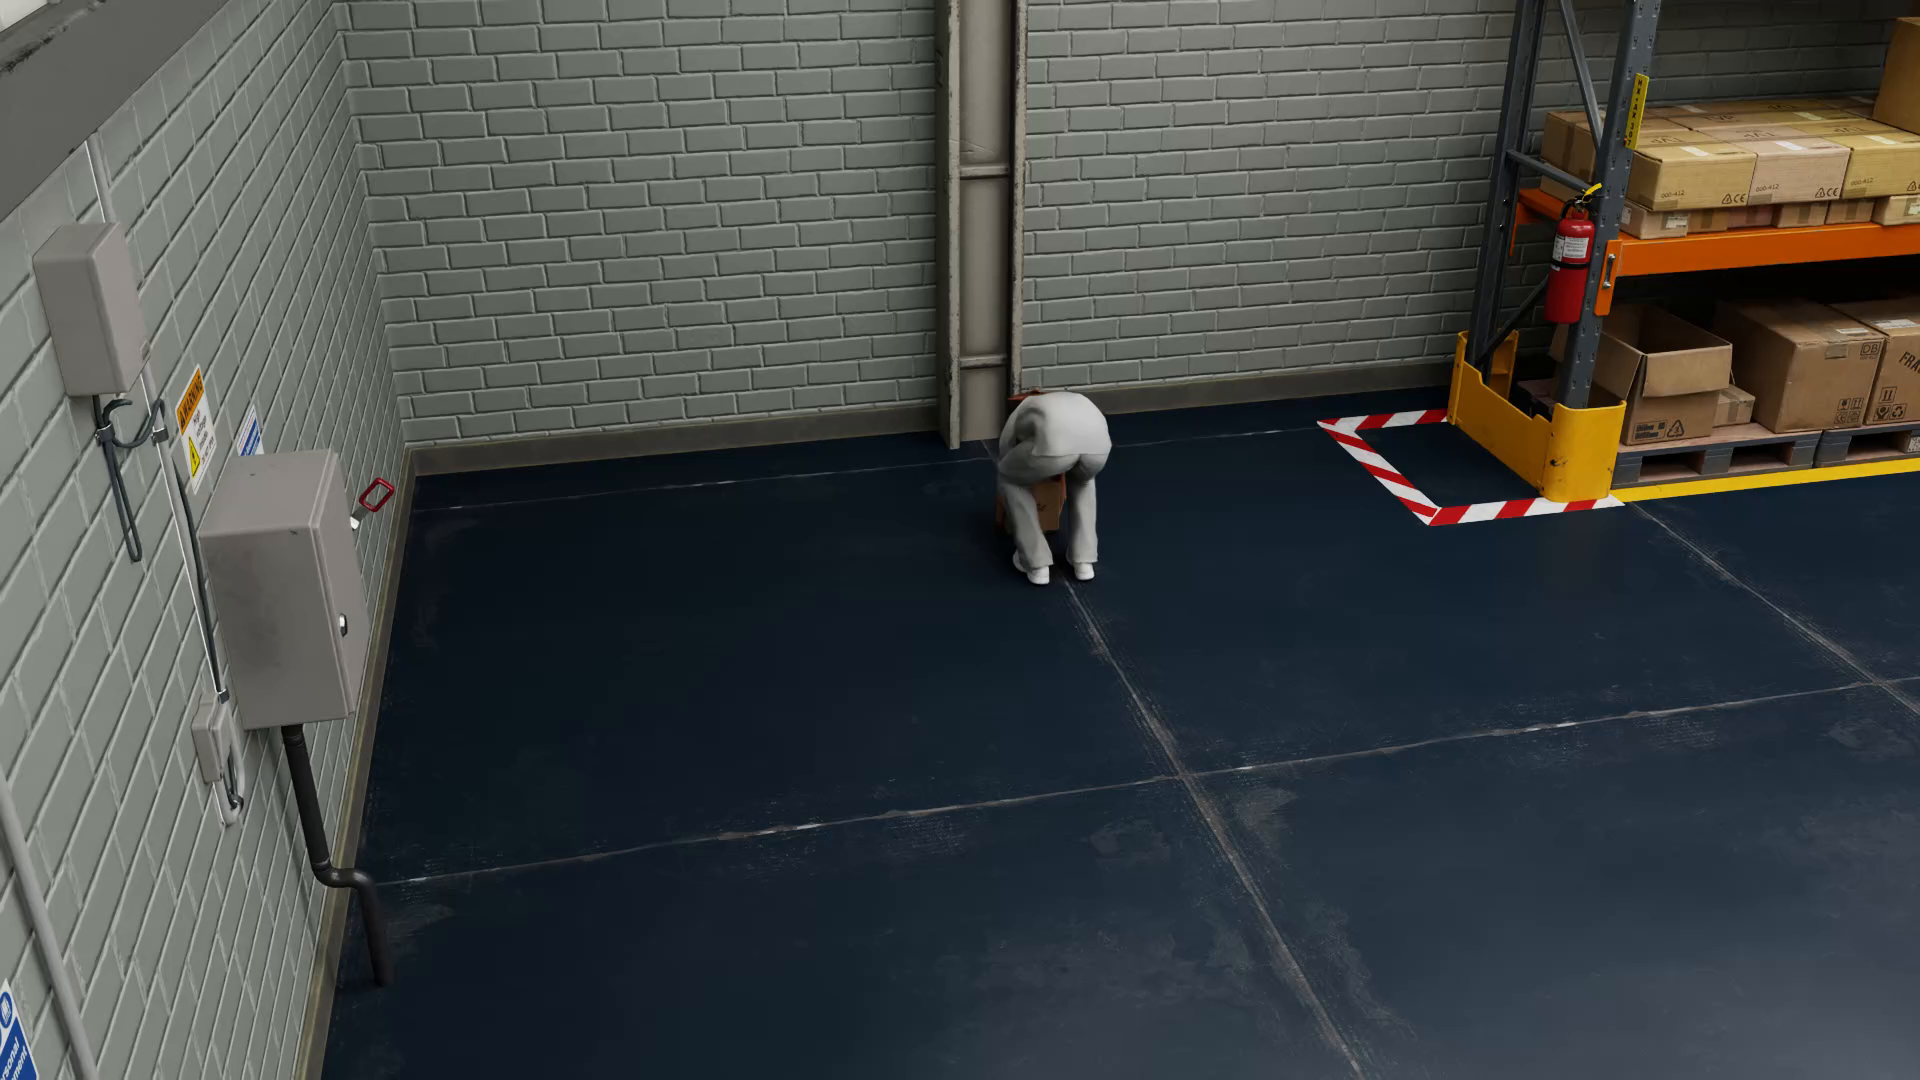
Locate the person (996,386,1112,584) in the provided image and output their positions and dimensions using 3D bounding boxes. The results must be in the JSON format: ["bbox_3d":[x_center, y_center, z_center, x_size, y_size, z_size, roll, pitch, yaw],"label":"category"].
[{"bbox_3d":[0.400,-0.291,7.642,0.474,0.815,0.850,-7,28,-14],"label":"person"}]
